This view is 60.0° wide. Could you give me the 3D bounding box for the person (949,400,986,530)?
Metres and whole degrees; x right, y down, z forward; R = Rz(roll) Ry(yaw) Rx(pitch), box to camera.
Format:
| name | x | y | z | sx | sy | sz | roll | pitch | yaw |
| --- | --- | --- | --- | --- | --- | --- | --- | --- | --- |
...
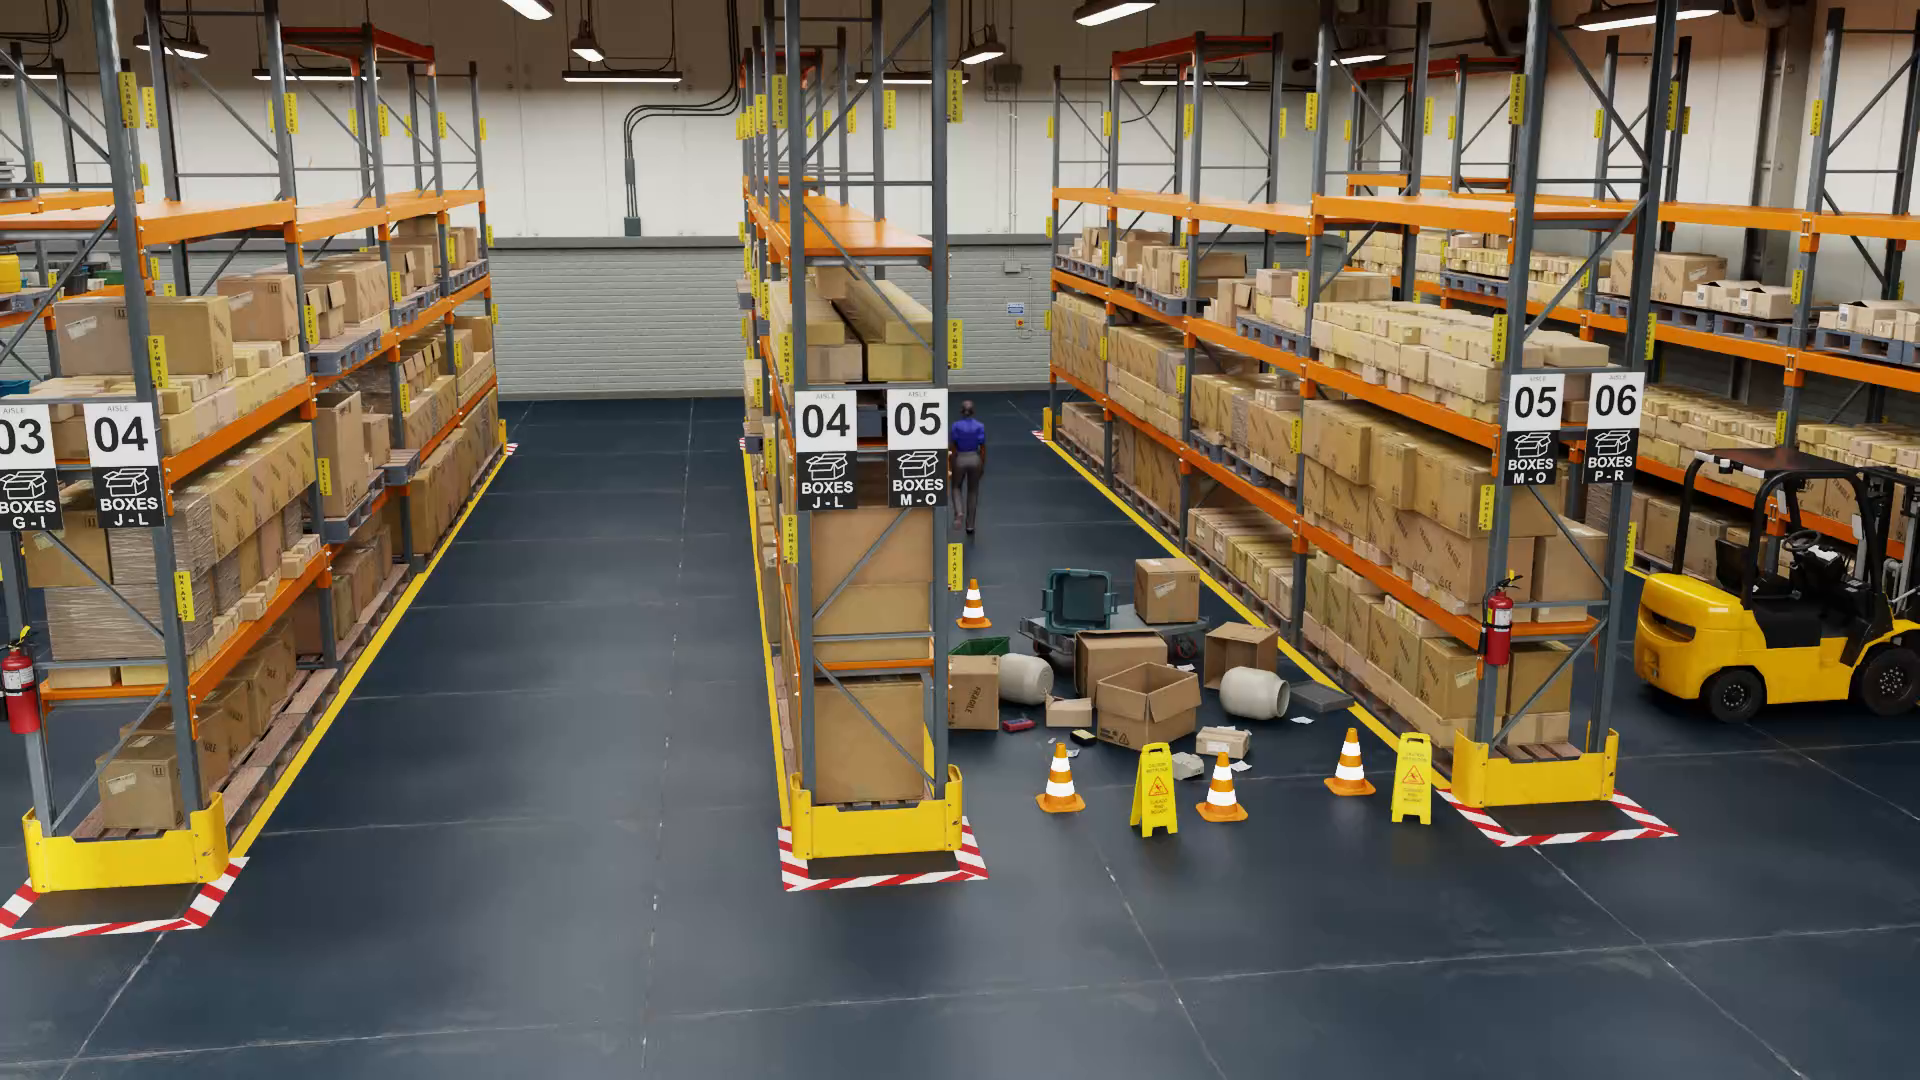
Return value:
| name | x | y | z | sx | sy | sz | roll | pitch | yaw |
| --- | --- | --- | --- | --- | --- | --- | --- | --- | --- |
| person | 0.090 | -0.944 | 20.882 | 0.474 | 1.655 | 0.424 | 0 | 13 | 1 |
